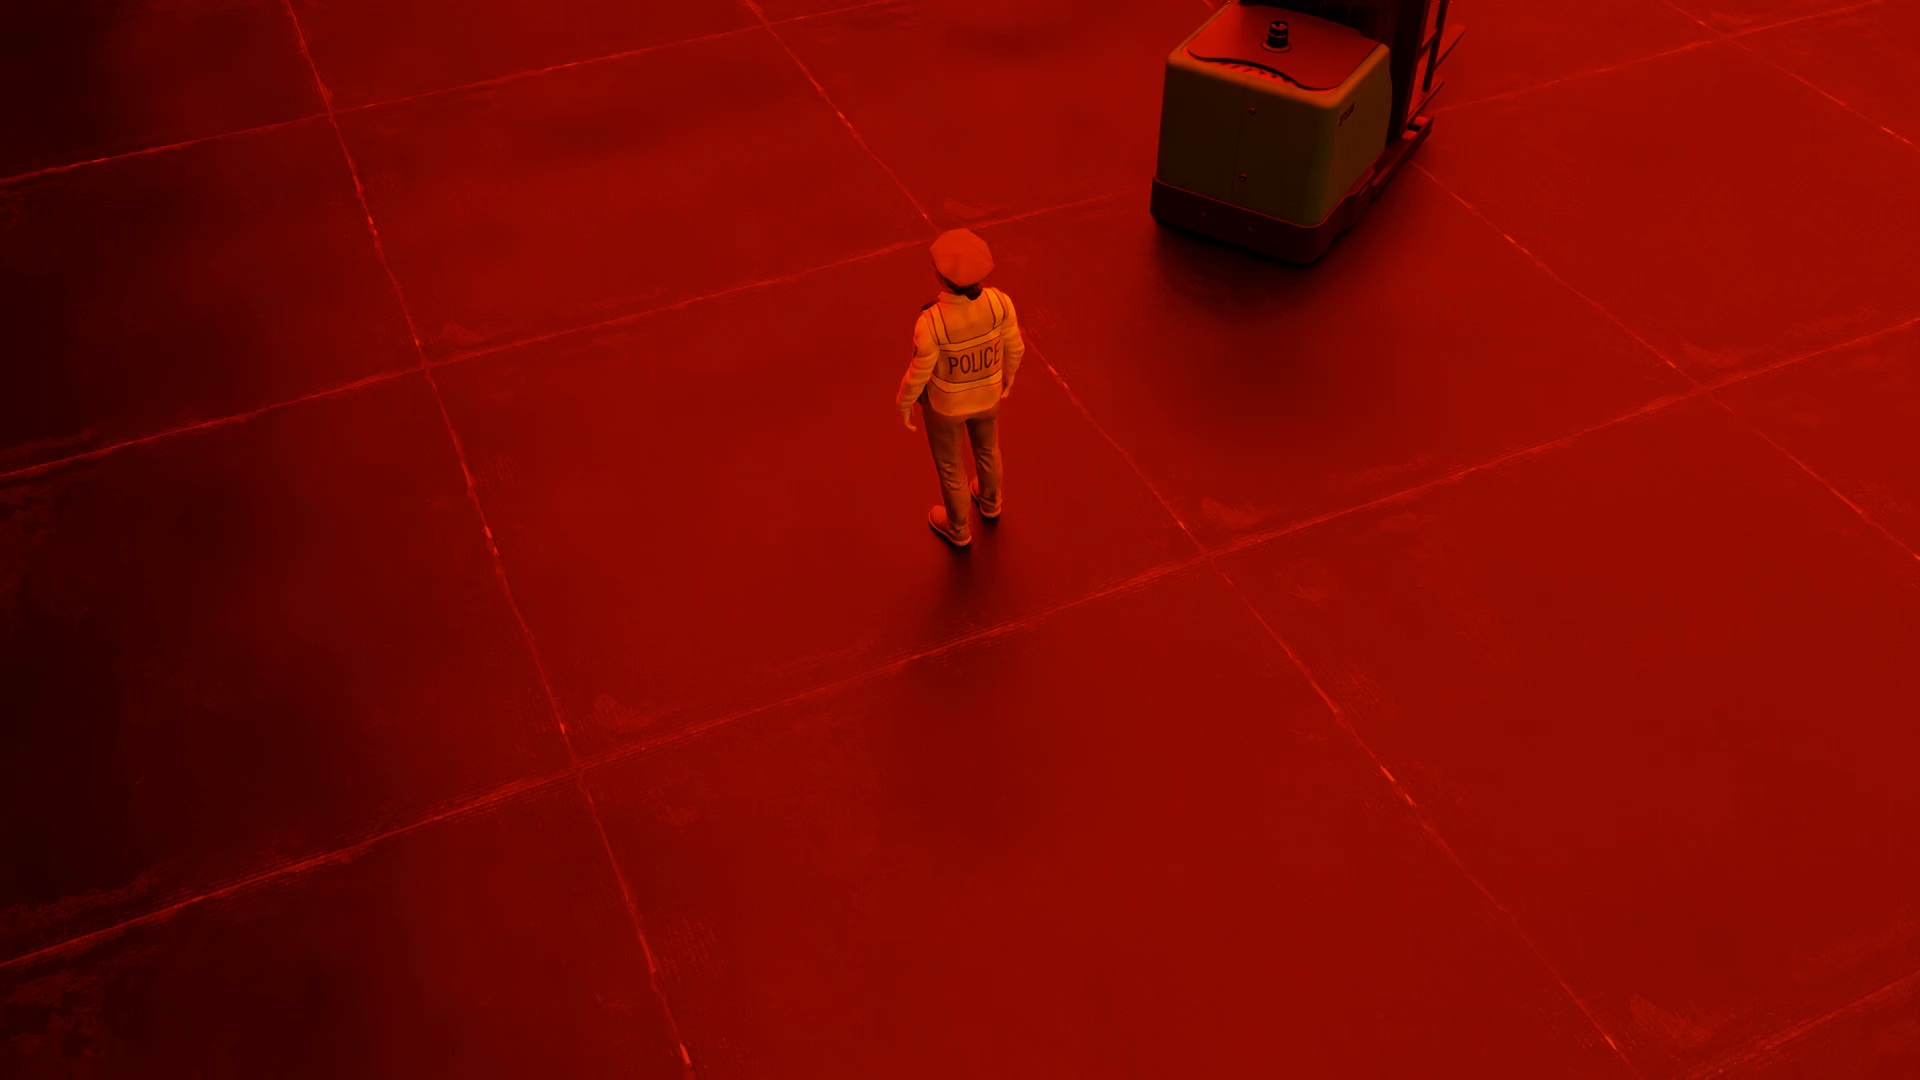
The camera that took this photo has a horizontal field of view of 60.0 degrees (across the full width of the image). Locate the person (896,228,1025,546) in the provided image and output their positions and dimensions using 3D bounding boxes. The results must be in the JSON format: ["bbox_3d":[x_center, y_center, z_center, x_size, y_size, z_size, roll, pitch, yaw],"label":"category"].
[{"bbox_3d":[-0.023,-0.669,7.293,0.587,1.695,0.531,-18,46,-18],"label":"person"}]

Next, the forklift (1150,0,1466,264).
[{"bbox_3d":[2.325,-3.617,9.556,1.130,2.935,3.031,23,48,23],"label":"forklift"}]
